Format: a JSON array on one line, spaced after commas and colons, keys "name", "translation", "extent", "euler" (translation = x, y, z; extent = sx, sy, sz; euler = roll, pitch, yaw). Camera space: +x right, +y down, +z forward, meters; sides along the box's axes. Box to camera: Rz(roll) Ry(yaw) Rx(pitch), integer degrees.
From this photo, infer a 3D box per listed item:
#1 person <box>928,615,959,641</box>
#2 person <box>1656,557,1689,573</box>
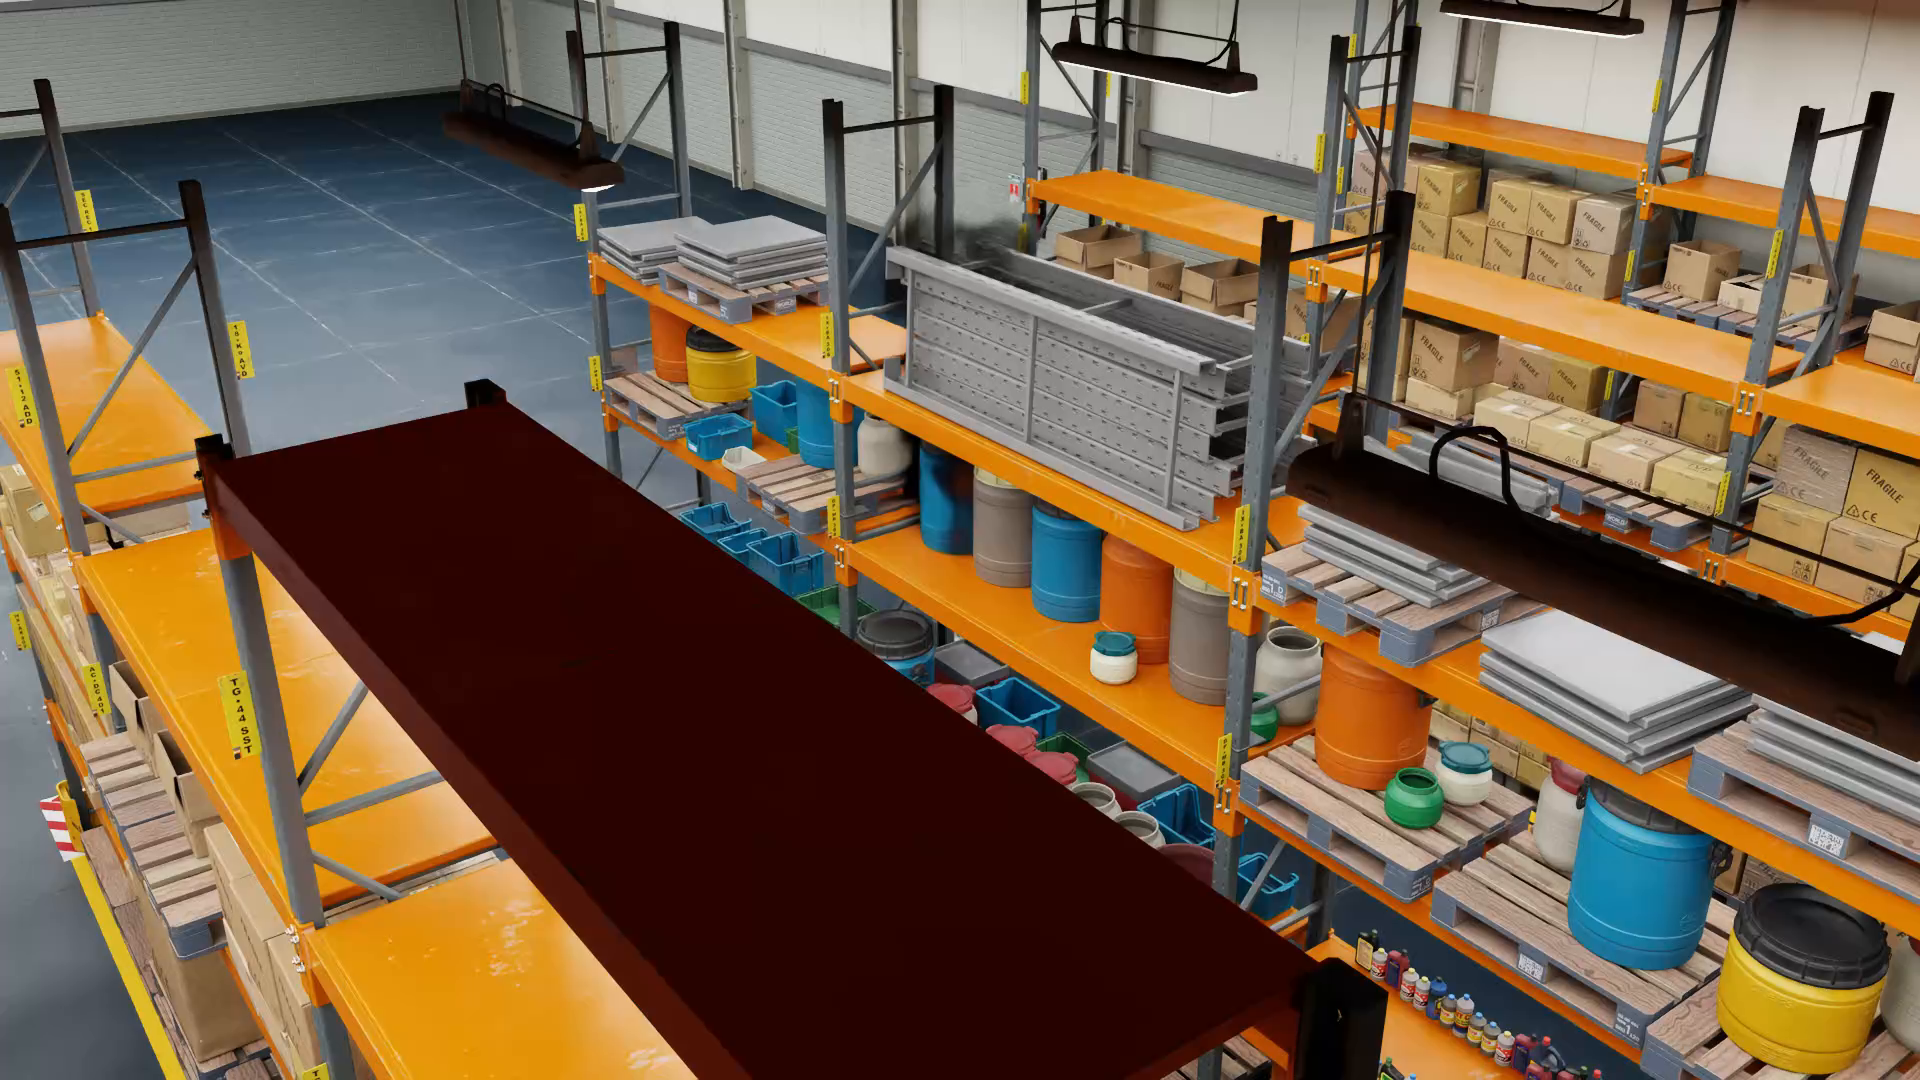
[{"name": "person", "translation": [-0.199, 0.423, 15.954], "extent": [0.670, 1.768, 0.634], "euler": [18, 30, 33]}, {"name": "person", "translation": [6.403, 0.751, 15.291], "extent": [0.710, 1.776, 0.910], "euler": [-21, 32, -38]}]
